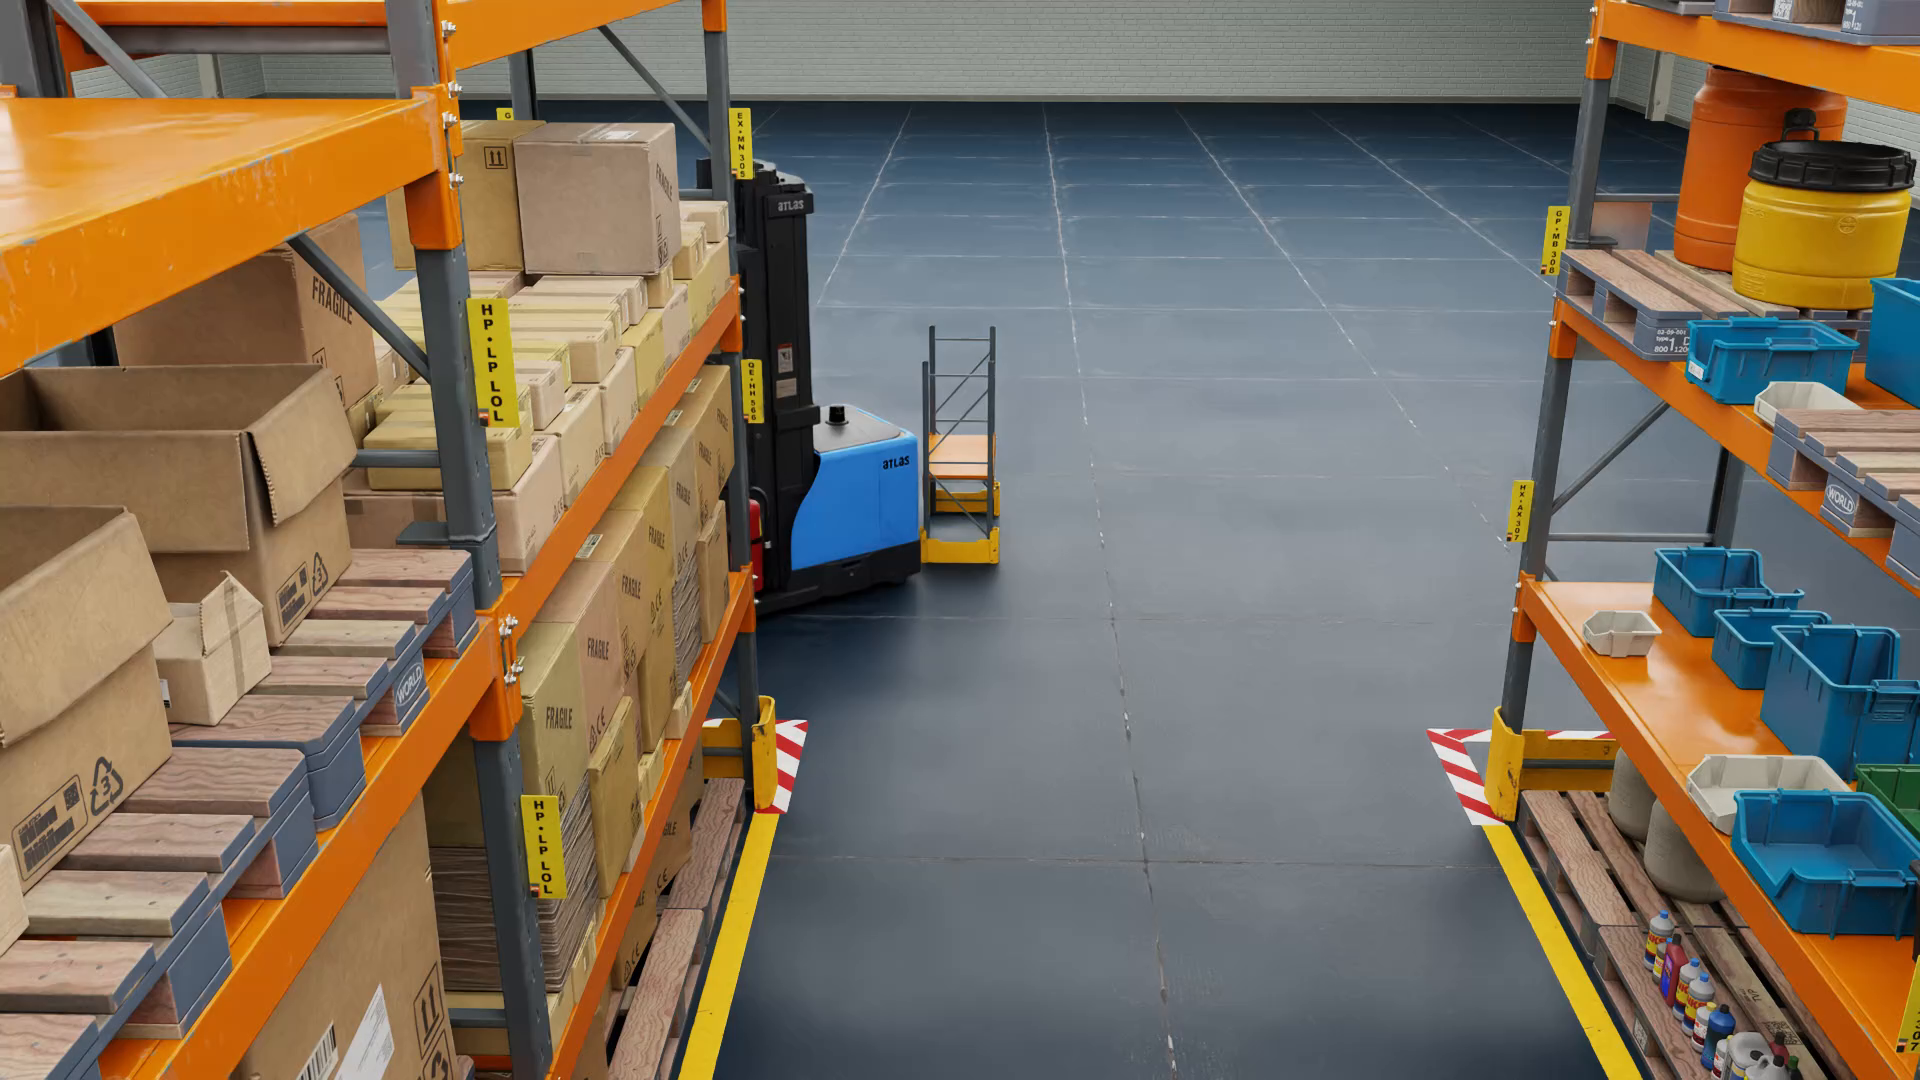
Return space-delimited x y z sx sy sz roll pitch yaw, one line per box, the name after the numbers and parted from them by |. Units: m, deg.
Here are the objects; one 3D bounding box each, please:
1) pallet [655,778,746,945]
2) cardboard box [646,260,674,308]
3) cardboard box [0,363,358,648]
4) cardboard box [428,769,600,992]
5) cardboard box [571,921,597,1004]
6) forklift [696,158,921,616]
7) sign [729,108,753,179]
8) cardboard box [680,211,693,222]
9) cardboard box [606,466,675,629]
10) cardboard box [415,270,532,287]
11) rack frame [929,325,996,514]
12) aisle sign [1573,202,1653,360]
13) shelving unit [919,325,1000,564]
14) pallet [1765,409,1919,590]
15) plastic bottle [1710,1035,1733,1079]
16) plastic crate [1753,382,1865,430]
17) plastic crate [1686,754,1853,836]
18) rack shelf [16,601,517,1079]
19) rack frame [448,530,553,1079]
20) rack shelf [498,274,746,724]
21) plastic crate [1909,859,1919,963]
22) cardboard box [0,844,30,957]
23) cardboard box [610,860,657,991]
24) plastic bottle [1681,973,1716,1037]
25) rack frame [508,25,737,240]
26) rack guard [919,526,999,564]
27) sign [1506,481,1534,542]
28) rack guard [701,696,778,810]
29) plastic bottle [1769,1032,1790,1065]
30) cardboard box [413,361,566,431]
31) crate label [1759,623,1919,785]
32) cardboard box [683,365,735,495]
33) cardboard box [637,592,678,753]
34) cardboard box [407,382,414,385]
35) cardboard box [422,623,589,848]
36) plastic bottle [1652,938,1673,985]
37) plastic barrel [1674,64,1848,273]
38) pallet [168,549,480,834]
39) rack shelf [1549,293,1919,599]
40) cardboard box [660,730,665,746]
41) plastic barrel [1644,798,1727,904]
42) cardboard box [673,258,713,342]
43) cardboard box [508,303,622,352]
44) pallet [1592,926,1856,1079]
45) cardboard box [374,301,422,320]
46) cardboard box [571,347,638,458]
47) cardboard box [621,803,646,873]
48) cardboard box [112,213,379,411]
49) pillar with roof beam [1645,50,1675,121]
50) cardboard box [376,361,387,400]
-1.644 1.559 8.219 1.003 0.211 1.213 1 21 2 | pallet
-1.325 -1.002 6.474 0.380 0.149 0.250 0 21 -1 | cardboard box
-1.816 -0.089 3.741 0.797 0.503 0.637 0 21 -1 | cardboard box
-1.628 1.037 5.159 0.875 0.500 0.500 1 21 2 | cardboard box
-1.375 1.337 5.284 0.380 0.149 0.250 1 21 2 | cardboard box
-1.784 -0.934 10.885 3.031 2.935 1.130 -14 25 -31 | forklift
-1.027 -1.860 7.804 0.100 0.325 0.005 1 21 2 | sign
-1.403 -1.379 7.447 0.380 0.149 0.250 0 21 0 | cardboard box
-1.402 0.031 6.371 0.500 0.500 0.500 1 21 2 | cardboard box
-1.895 -1.009 6.492 0.380 0.149 0.250 0 21 -1 | cardboard box
0.018 -0.914 12.811 0.500 1.500 0.032 1 21 2 | rack frame
3.079 -1.248 8.006 0.394 0.787 0.004 1 21 2 | aisle sign
0.002 -0.727 12.329 0.587 1.500 1.083 1 21 2 | shelving unit
3.172 -0.133 4.840 1.213 0.211 1.003 1 21 2 | pallet
2.980 2.015 6.450 0.097 0.201 0.097 0 21 0 | plastic bottle
2.892 -0.421 5.686 0.243 0.136 0.396 1 21 2 | plastic crate
3.044 0.972 6.241 0.530 0.136 0.437 1 21 2 | plastic crate
-1.764 1.045 2.538 1.077 0.370 4.000 1 21 2 | rack shelf
-1.703 1.385 4.814 1.000 3.000 0.127 1 21 2 | rack frame
-1.642 -0.402 6.265 1.077 0.370 4.000 1 21 2 | rack shelf
3.391 1.280 5.169 0.767 0.338 0.504 1 21 2 | plastic crate
-1.660 0.578 2.487 0.380 0.166 0.250 0 21 0 | cardboard box
-1.639 1.576 7.195 0.500 0.500 0.500 3 21 7 | cardboard box
2.989 1.872 6.721 0.097 0.271 0.097 0 21 0 | plastic bottle
-1.581 -2.859 7.456 1.000 3.000 0.127 1 21 2 | rack frame
-0.013 0.036 12.091 0.587 0.250 0.087 1 21 2 | rack guard
2.819 -0.144 8.370 0.100 0.325 0.005 1 21 2 | sign
-1.584 1.131 8.923 1.175 0.500 0.348 1 21 2 | rack guard
3.110 2.020 6.322 0.061 0.283 0.133 1 21 2 | plastic bottle
-1.416 -0.439 5.023 0.380 0.149 0.250 1 21 2 | cardboard box
3.584 0.645 6.672 0.502 0.435 0.616 1 21 2 | crate label
-1.351 -0.512 7.769 0.500 0.500 0.500 1 21 2 | cardboard box
-1.606 0.495 6.558 0.875 0.500 0.500 1 21 2 | cardboard box
-1.914 -0.485 5.692 0.500 0.250 0.500 0 21 1 | cardboard box
-1.435 0.573 4.973 0.500 0.500 0.500 1 21 2 | cardboard box
2.999 1.782 7.050 0.097 0.201 0.097 0 21 0 | plastic bottle
3.481 -1.624 7.248 0.600 0.830 0.708 1 21 2 | plastic barrel
-1.828 0.296 3.733 1.213 0.211 1.003 1 21 2 | pallet
3.308 -0.347 6.125 1.077 0.370 4.000 1 21 2 | rack shelf
-1.401 0.794 6.683 0.380 0.149 0.250 1 21 2 | cardboard box
3.410 1.377 7.692 0.421 0.512 0.421 0 21 0 | plastic barrel
-1.354 -1.032 7.104 0.500 0.250 0.500 1 21 2 | cardboard box
-1.383 -0.716 5.737 0.380 0.149 0.250 0 21 1 | cardboard box
3.344 2.054 6.942 1.003 0.211 1.213 1 21 2 | pallet
-1.947 -0.727 5.766 0.380 0.149 0.250 2 21 4 | cardboard box
-1.397 -0.475 5.666 0.500 0.250 0.500 0 21 -1 | cardboard box
-1.349 1.066 5.982 0.380 0.149 0.250 1 21 2 | cardboard box
-1.944 -0.598 4.535 0.500 0.500 0.500 0 21 0 | cardboard box
10.724 -13.327 34.435 9.100 9.000 0.400 1 21 2 | pillar with roof beam
-1.961 -0.438 5.020 0.380 0.149 0.250 0 21 -1 | cardboard box
